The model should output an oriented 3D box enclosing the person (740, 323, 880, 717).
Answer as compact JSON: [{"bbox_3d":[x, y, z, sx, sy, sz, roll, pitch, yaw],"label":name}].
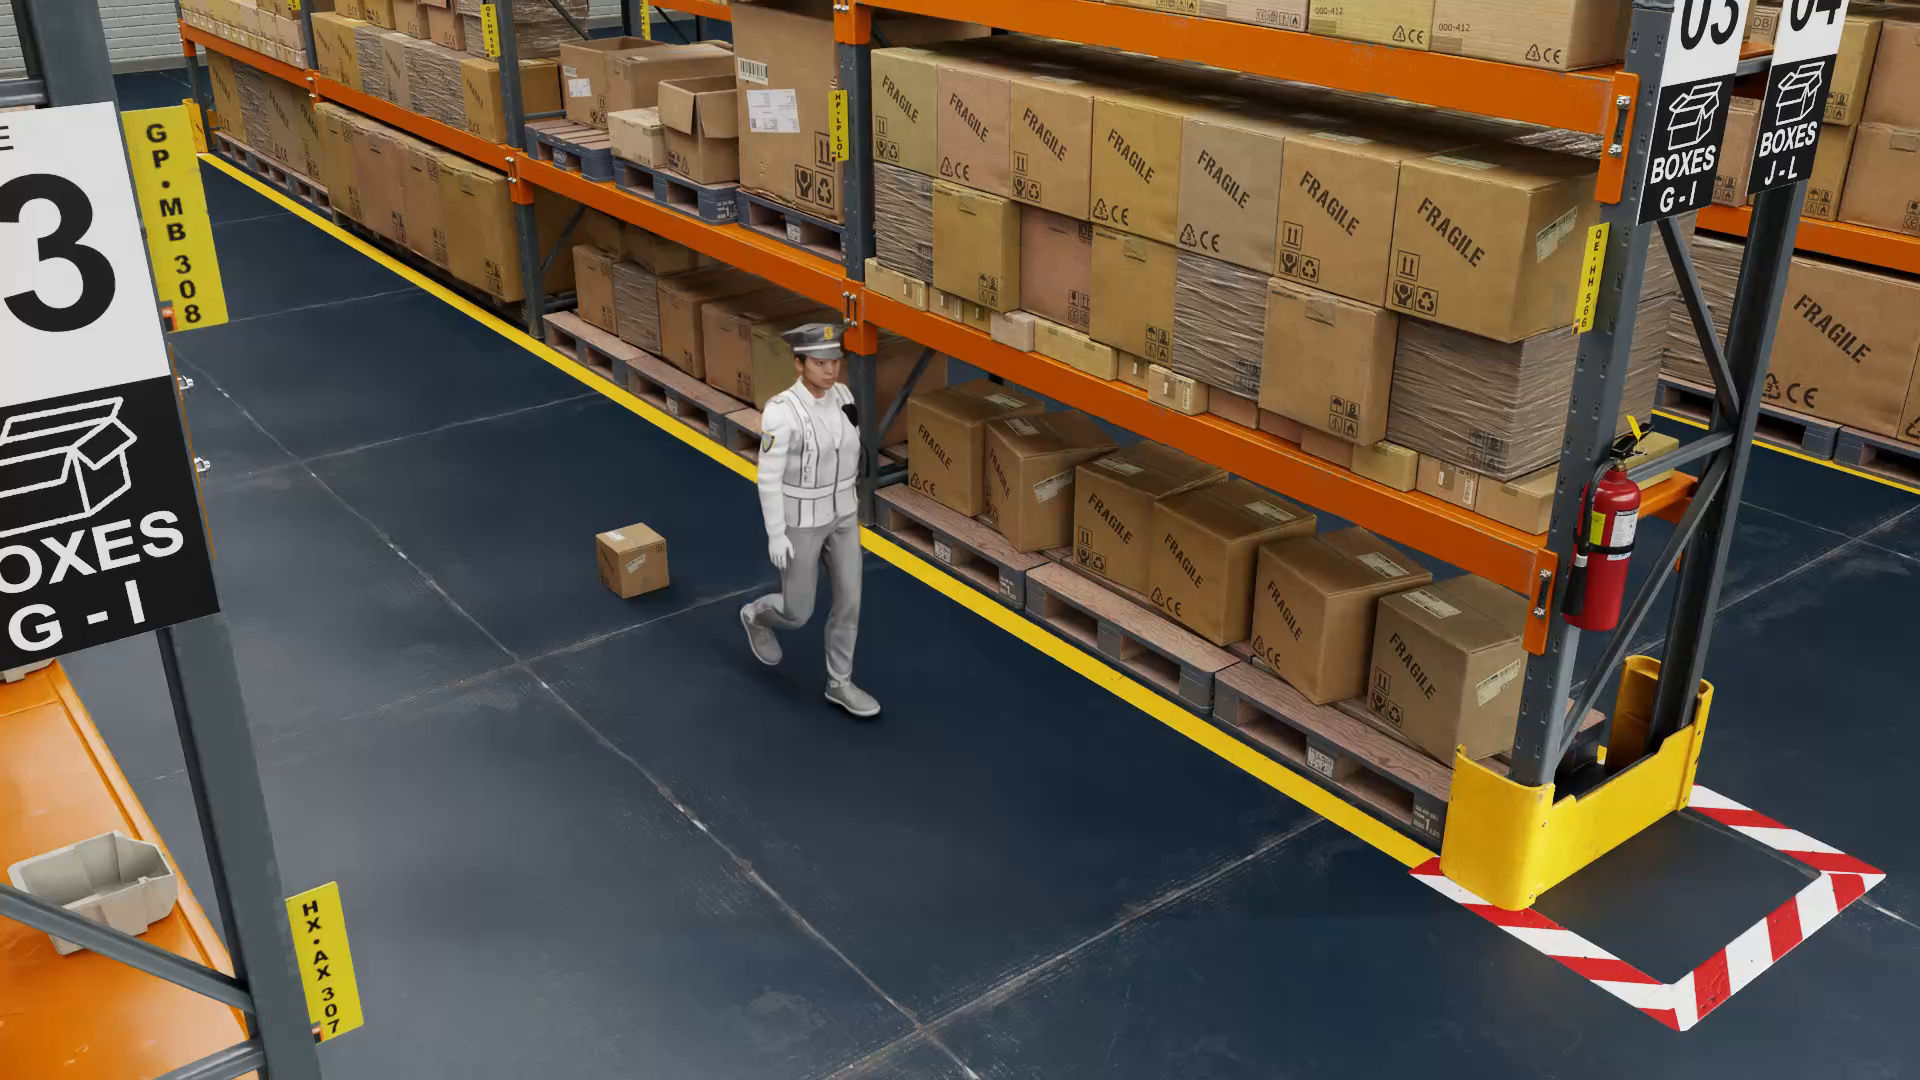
[{"bbox_3d":[-0.639,-0.112,6.782,0.495,1.662,0.732,-21,32,-38],"label":"person"}]
